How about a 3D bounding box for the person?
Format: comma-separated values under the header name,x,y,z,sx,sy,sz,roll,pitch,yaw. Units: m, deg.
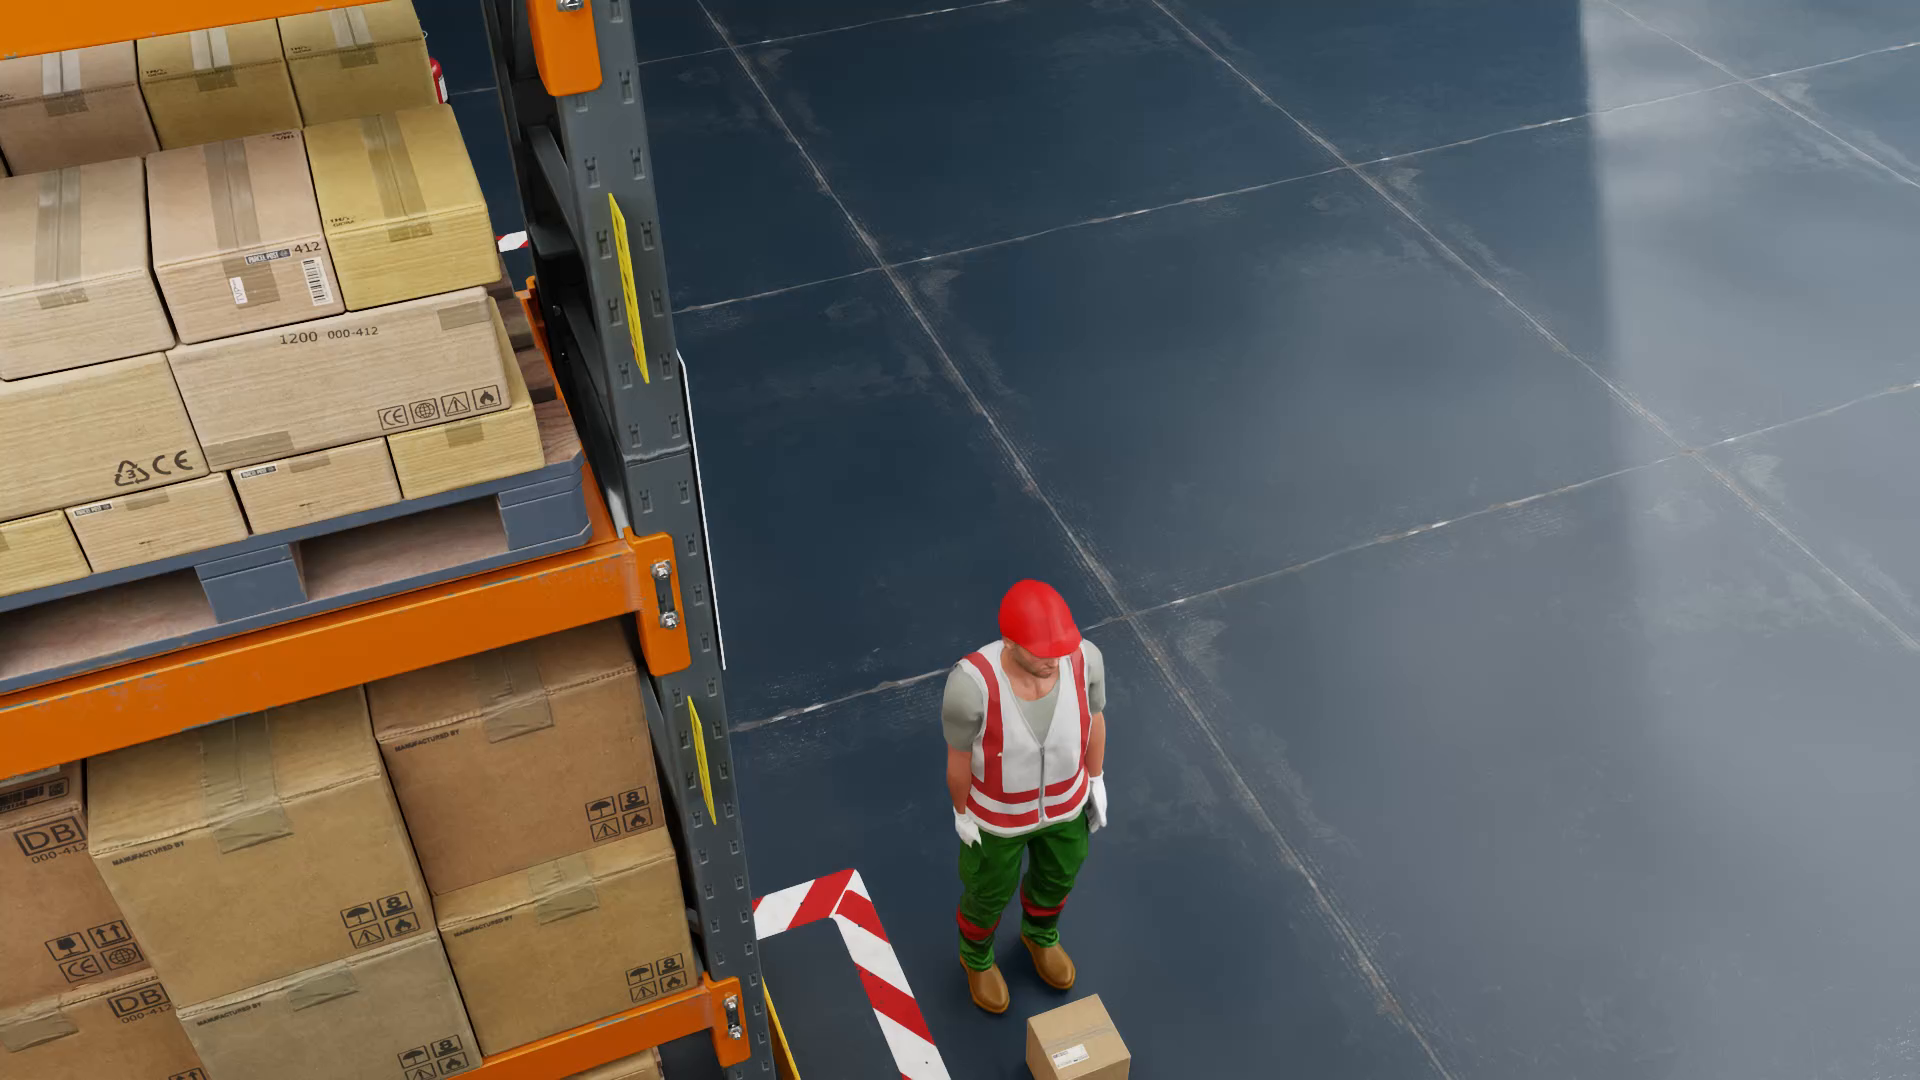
name,x,y,z,sx,sy,sz,roll,pitch,yaw
person,0.212,0.813,5.220,0.526,1.783,0.345,-14,43,-16
